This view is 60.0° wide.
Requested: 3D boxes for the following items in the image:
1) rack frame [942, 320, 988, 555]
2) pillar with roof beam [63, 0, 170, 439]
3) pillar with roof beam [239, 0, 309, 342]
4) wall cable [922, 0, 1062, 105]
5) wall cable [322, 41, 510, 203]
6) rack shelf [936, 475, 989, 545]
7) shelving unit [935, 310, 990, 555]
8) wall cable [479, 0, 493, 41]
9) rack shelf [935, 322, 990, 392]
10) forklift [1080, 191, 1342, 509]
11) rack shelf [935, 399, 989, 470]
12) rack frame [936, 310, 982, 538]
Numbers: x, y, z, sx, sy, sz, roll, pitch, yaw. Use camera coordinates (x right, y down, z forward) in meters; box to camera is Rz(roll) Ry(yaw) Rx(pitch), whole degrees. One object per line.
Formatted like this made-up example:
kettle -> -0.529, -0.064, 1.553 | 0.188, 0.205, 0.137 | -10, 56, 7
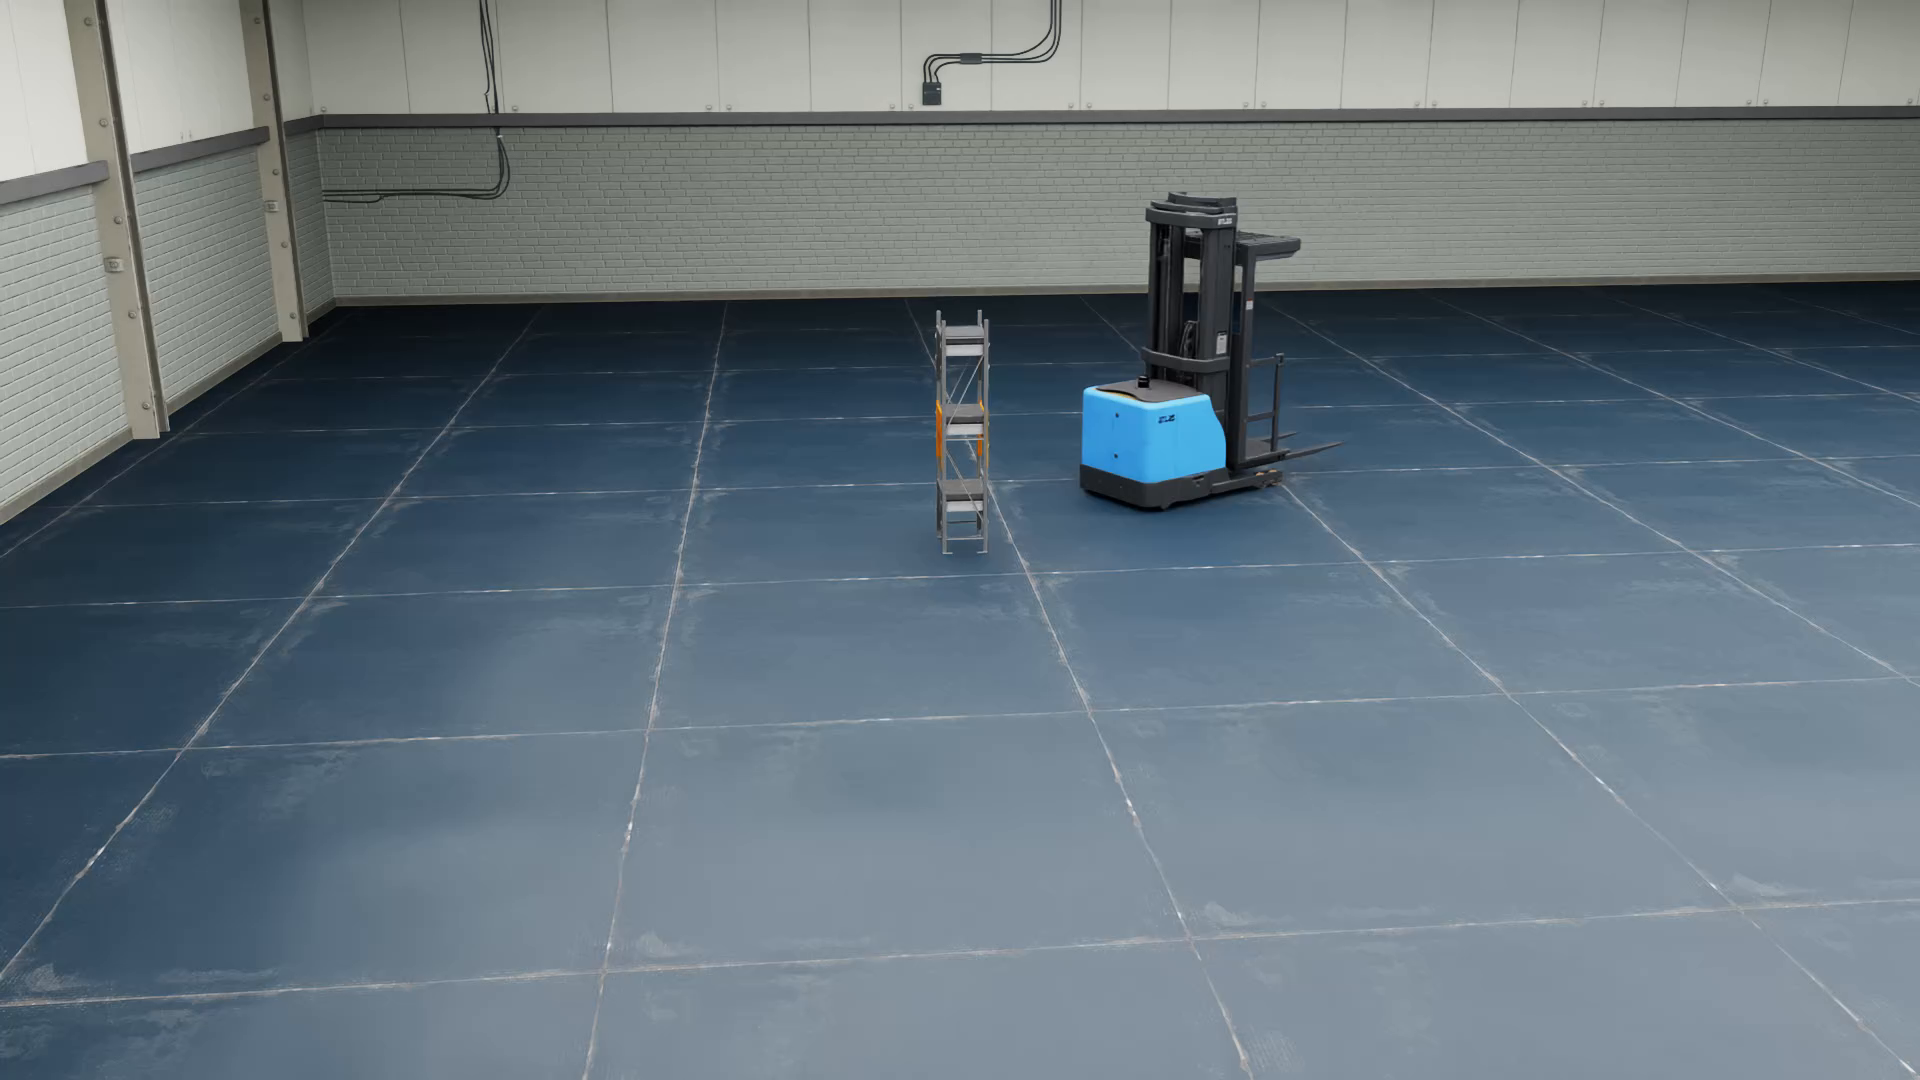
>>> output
rack frame -> 0.042, -0.880, 14.547 | 0.400, 2.100, 0.015 | -2, 18, -6
pillar with roof beam -> -5.023, -5.637, 18.183 | 9.100, 9.000, 0.400 | -2, 18, -6
pillar with roof beam -> -5.642, -7.425, 23.877 | 9.100, 9.000, 0.400 | -2, 18, -6
wall cable -> 0.532, -10.122, 26.789 | 2.305, 6.003, 0.169 | -2, 18, -6
wall cable -> -8.912, -6.729, 26.844 | 3.097, 2.526, 0.112 | -2, 18, -6
rack shelf -> 0.017, -0.272, 14.992 | 0.431, 0.518, 0.480 | -2, 18, -6
shelving unit -> 0.017, -0.952, 14.778 | 0.431, 2.100, 0.503 | -2, 18, -6
wall cable -> -6.222, -9.222, 26.354 | 3.097, 2.526, 0.112 | -2, 18, -6
rack shelf -> 0.017, -1.607, 14.573 | 0.431, 0.518, 0.480 | -2, 18, -6
forklift -> 2.685, -2.030, 16.822 | 3.031, 2.935, 1.130 | -13, 22, -35
rack shelf -> 0.017, -0.939, 14.782 | 0.431, 0.518, 0.480 | -2, 18, -6
rack frame -> -0.008, -1.025, 15.010 | 0.400, 2.100, 0.015 | -2, 18, -6
